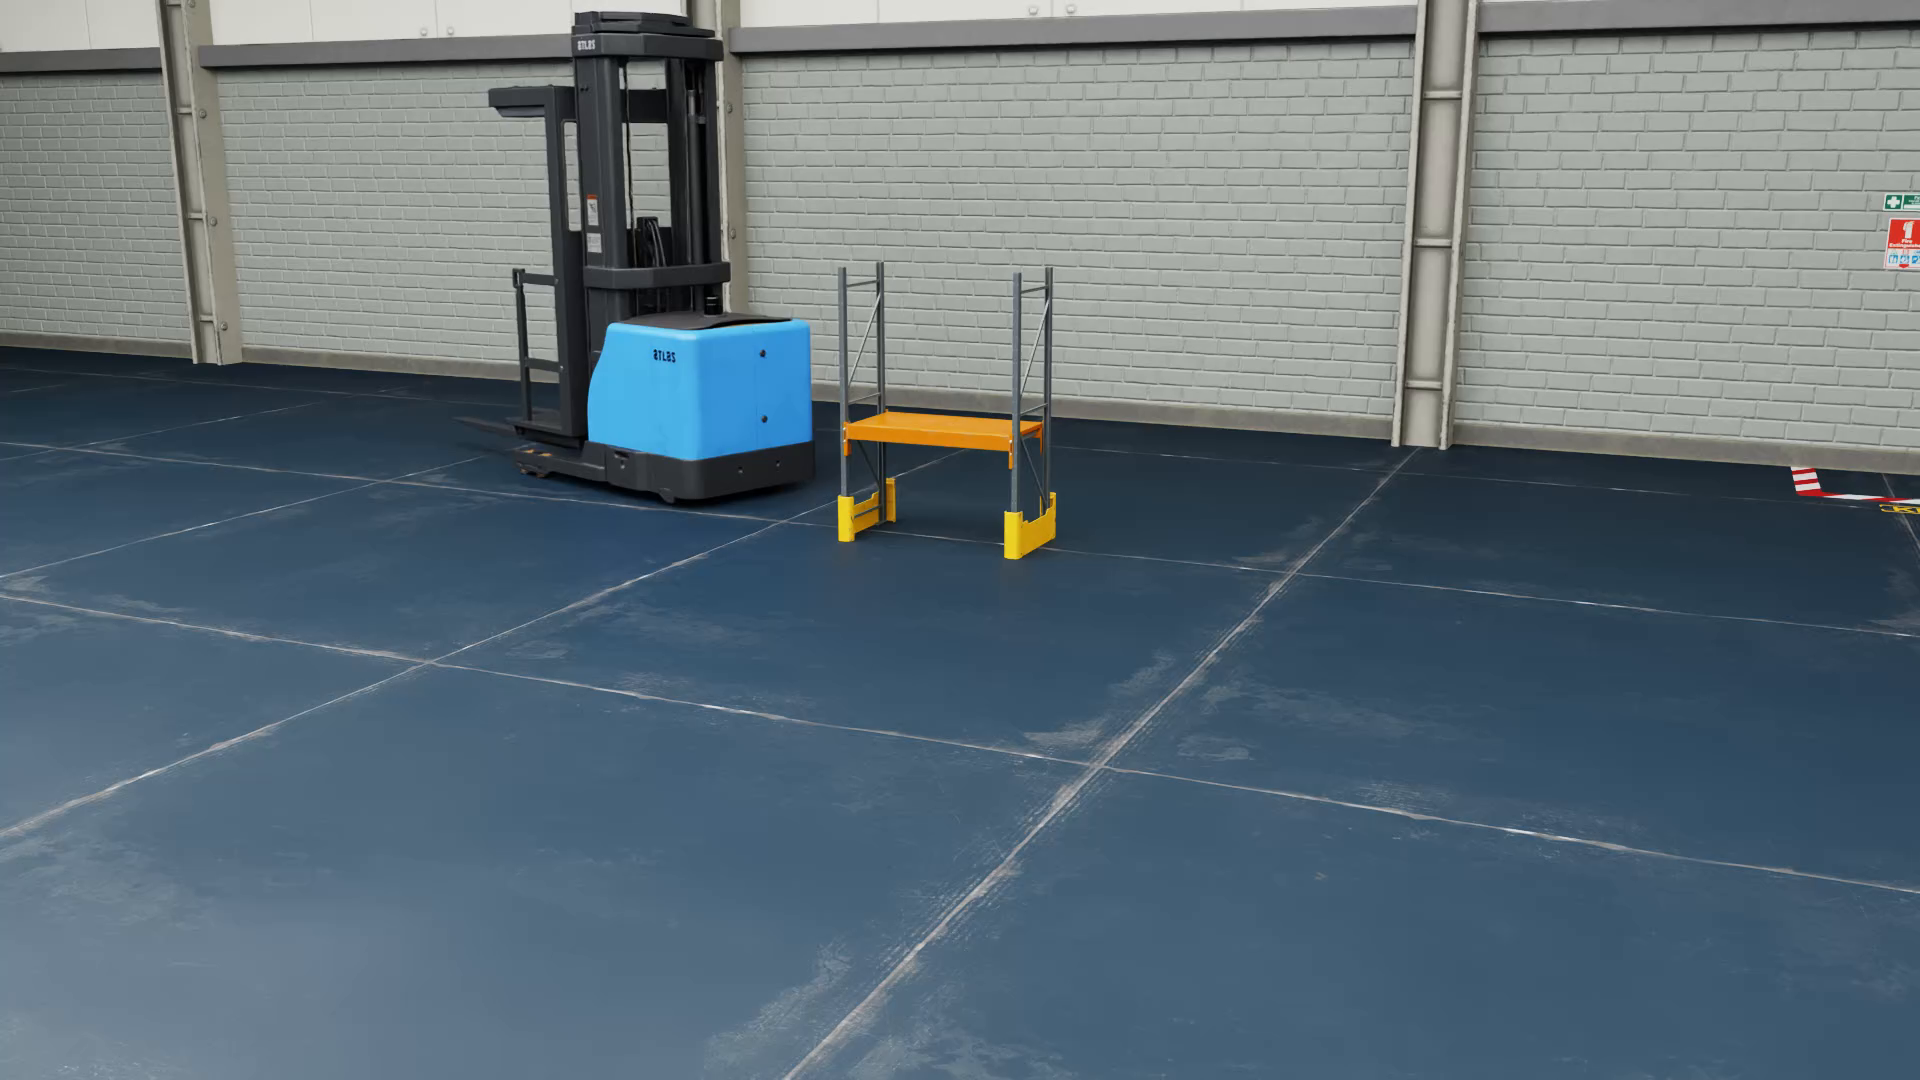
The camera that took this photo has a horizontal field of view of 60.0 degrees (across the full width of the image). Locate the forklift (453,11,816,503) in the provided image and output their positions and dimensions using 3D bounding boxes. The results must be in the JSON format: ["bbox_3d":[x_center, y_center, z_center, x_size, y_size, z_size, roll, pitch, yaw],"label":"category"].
[{"bbox_3d":[-2.345,-1.912,10.988,3.031,2.935,1.130,12,18,42],"label":"forklift"}]

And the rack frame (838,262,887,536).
[{"bbox_3d":[-0.543,-0.785,9.318,0.032,1.500,0.500,6,14,23],"label":"rack frame"}]

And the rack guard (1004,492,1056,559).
[{"bbox_3d":[0.386,-0.083,9.060,0.087,0.250,0.587,6,14,23],"label":"rack guard"}]

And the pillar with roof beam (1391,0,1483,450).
[{"bbox_3d":[1.660,-4.185,7.392,0.400,9.000,9.100,6,14,23],"label":"pillar with roof beam"}]

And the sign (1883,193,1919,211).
[{"bbox_3d":[6.183,-2.191,10.788,0.331,0.109,0.001,6,14,23],"label":"sign"}]

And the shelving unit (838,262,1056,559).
[{"bbox_3d":[-0.070,-0.737,9.114,1.083,1.500,0.587,6,14,23],"label":"shelving unit"}]

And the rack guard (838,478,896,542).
[{"bbox_3d":[-0.525,-0.175,9.453,0.087,0.250,0.587,6,14,23],"label":"rack guard"}]

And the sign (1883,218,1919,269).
[{"bbox_3d":[6.182,-1.935,10.858,0.234,0.329,0.001,6,14,23],"label":"sign"}]

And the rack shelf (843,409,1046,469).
[{"bbox_3d":[-0.078,-0.563,9.158,1.000,0.185,0.538,6,14,23],"label":"rack shelf"}]

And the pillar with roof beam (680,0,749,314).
[{"bbox_3d":[-3.826,-4.740,9.758,0.400,9.000,9.100,6,14,23],"label":"pillar with roof beam"}]

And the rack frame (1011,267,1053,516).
[{"bbox_3d":[0.387,-0.691,8.917,0.032,1.500,0.500,6,14,23],"label":"rack frame"}]

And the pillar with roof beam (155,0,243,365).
[{"bbox_3d":[-9.311,-5.296,12.124,0.400,9.000,9.100,6,14,23],"label":"pillar with roof beam"}]
